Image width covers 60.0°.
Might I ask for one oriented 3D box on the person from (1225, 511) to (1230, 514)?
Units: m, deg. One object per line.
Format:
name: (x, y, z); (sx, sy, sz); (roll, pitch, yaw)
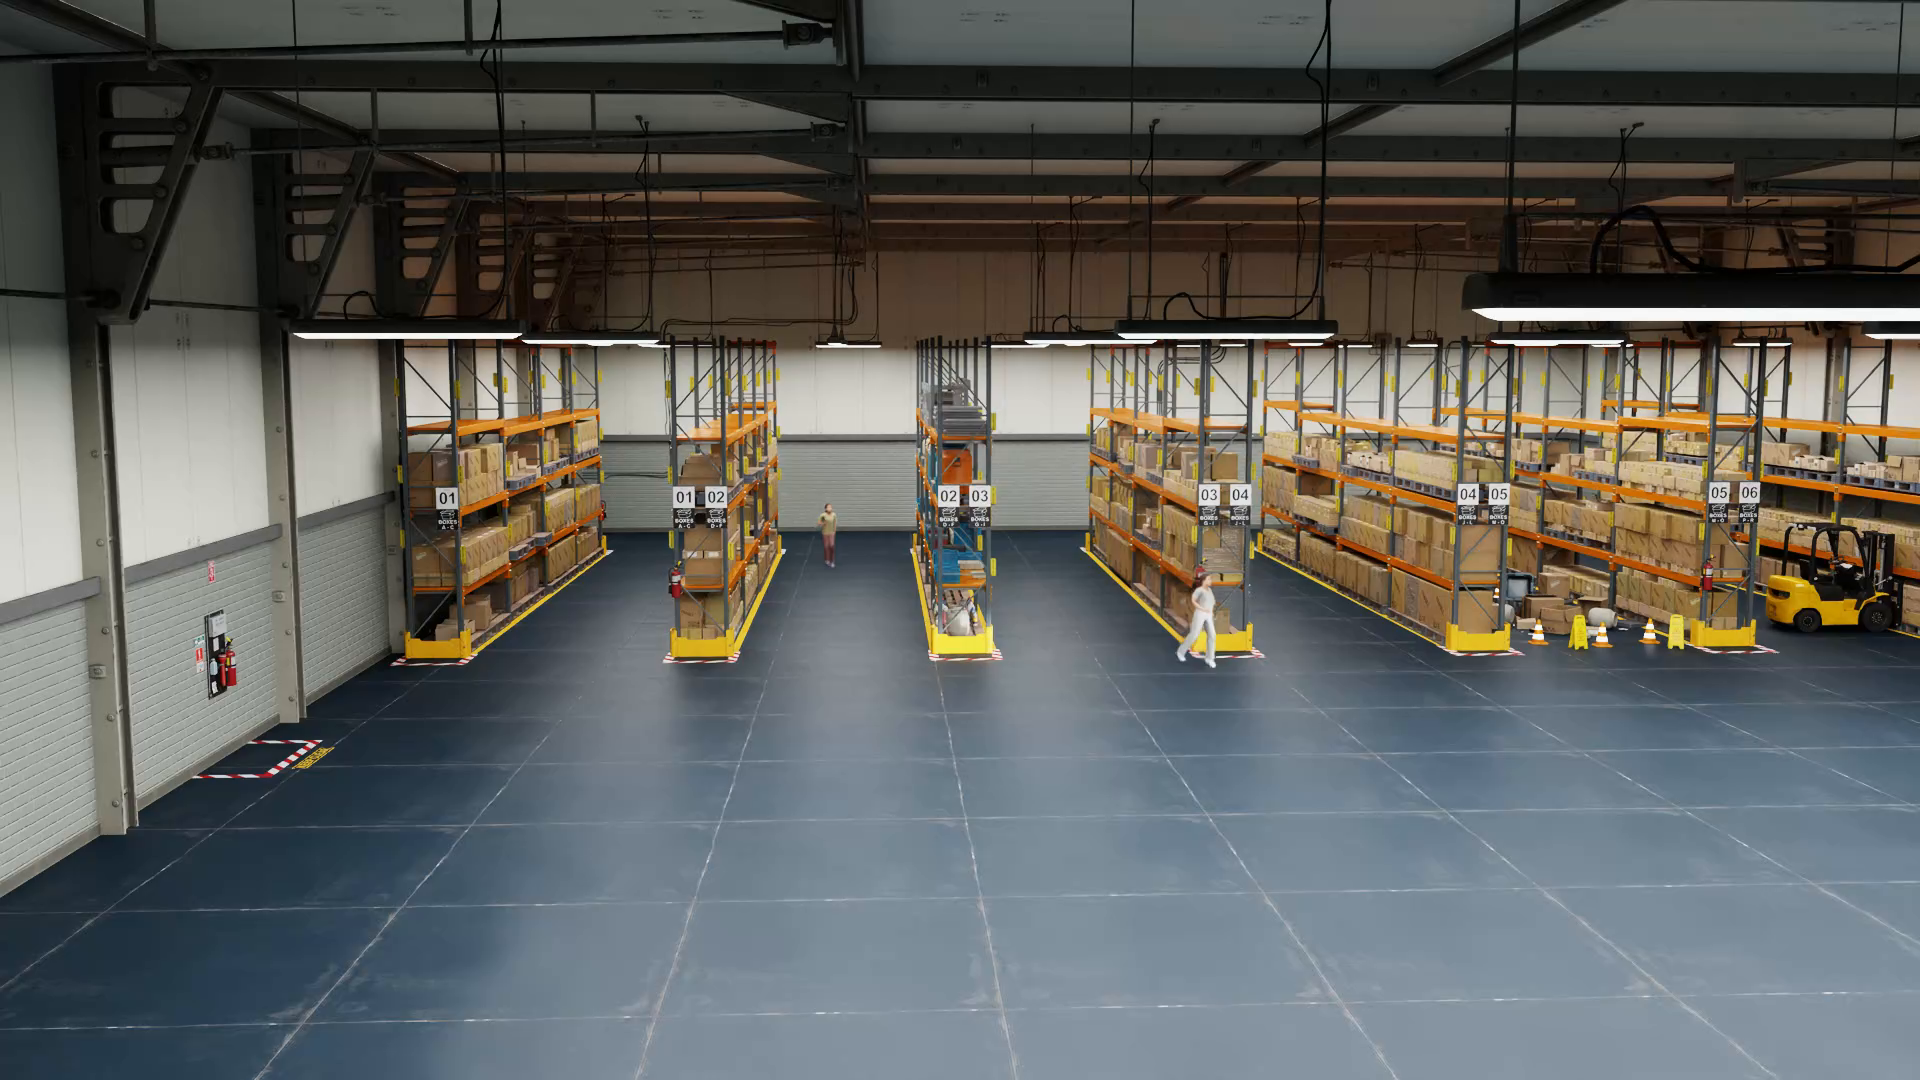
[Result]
person: (7.877, -0.642, 48.752); (0.591, 1.664, 0.763); (-6, 9, -42)

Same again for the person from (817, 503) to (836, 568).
person: (-3.533, -0.126, 44.247); (0.551, 1.721, 0.824); (-2, 7, -14)

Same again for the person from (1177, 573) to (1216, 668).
person: (4.461, 1.441, 30.445); (0.648, 1.670, 0.899); (-5, 8, -37)
